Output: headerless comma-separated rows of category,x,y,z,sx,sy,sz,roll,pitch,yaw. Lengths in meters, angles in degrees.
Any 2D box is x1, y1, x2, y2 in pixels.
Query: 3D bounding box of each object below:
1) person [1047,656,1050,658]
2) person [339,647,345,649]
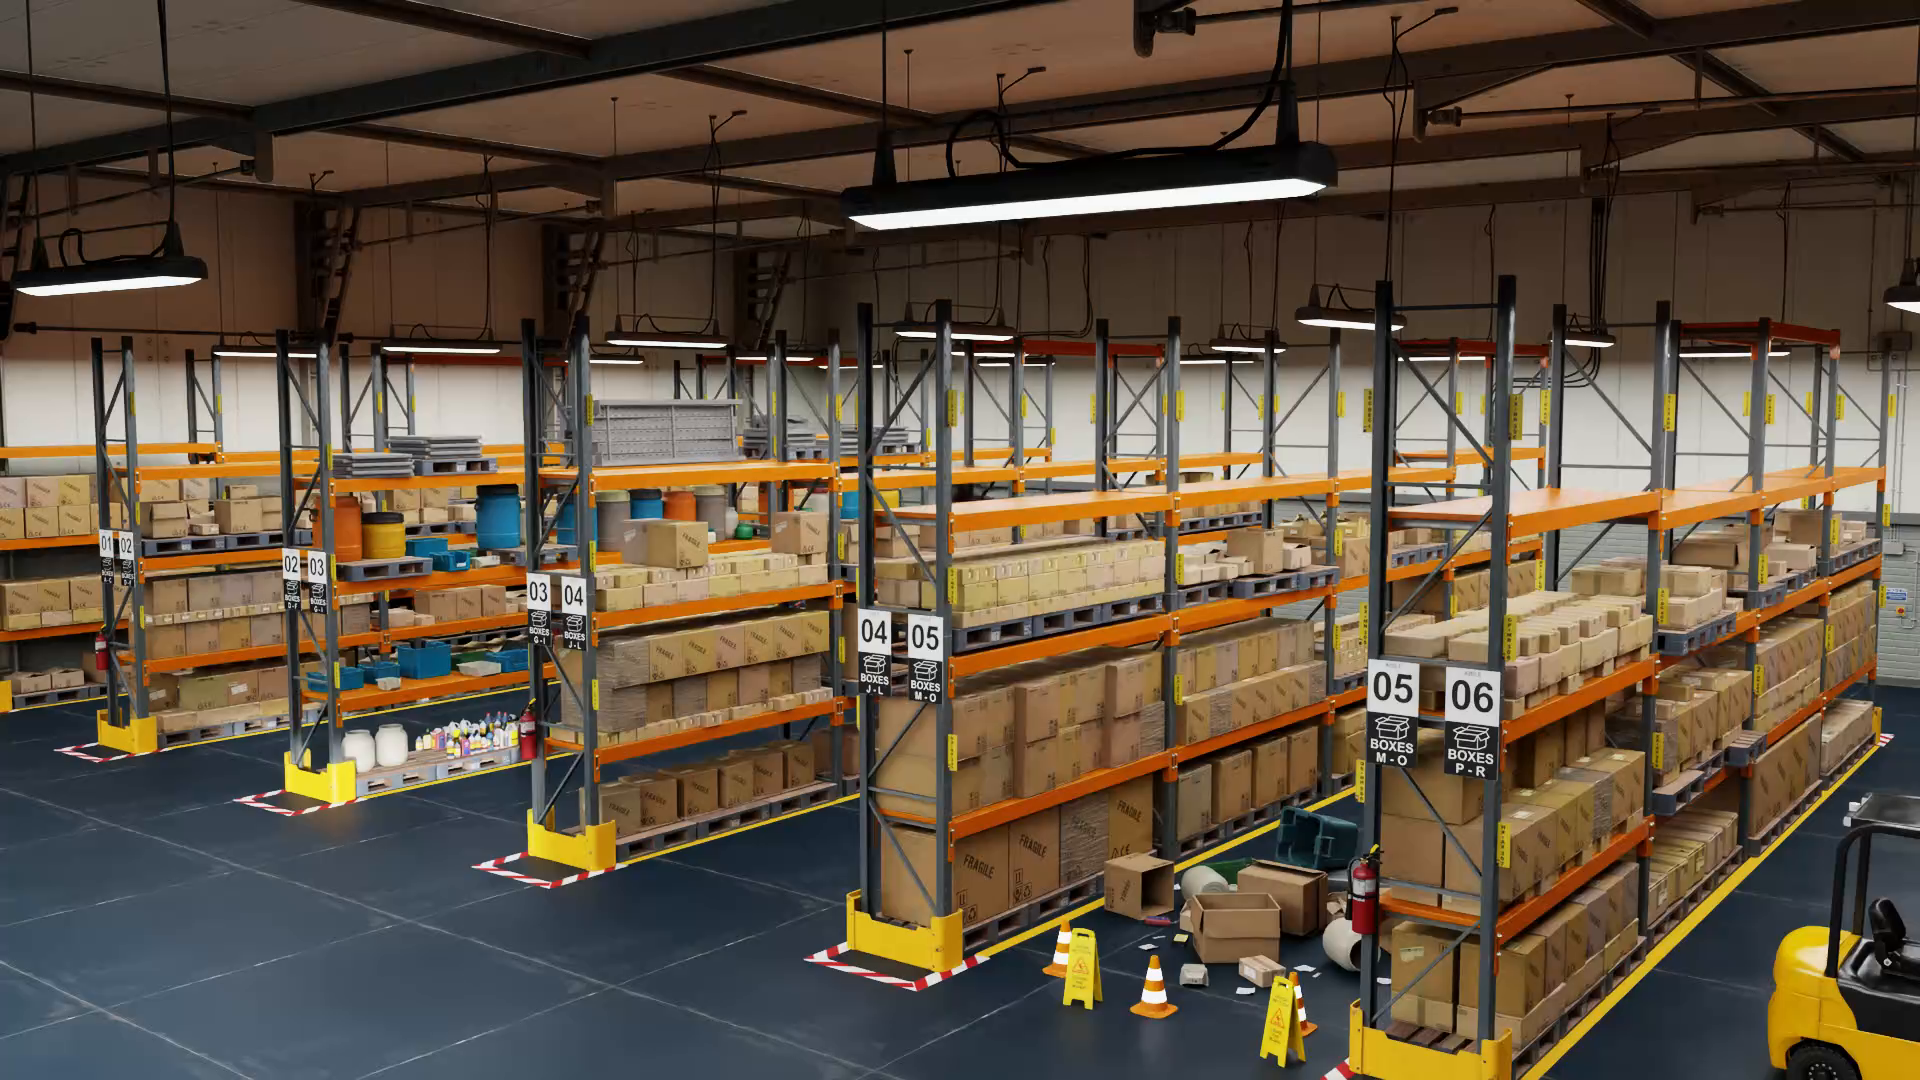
person,0.948,2.169,22.895,0.598,1.762,0.528,-3,6,-28
person,-11.509,1.662,30.446,0.460,1.684,0.477,-1,5,-15
